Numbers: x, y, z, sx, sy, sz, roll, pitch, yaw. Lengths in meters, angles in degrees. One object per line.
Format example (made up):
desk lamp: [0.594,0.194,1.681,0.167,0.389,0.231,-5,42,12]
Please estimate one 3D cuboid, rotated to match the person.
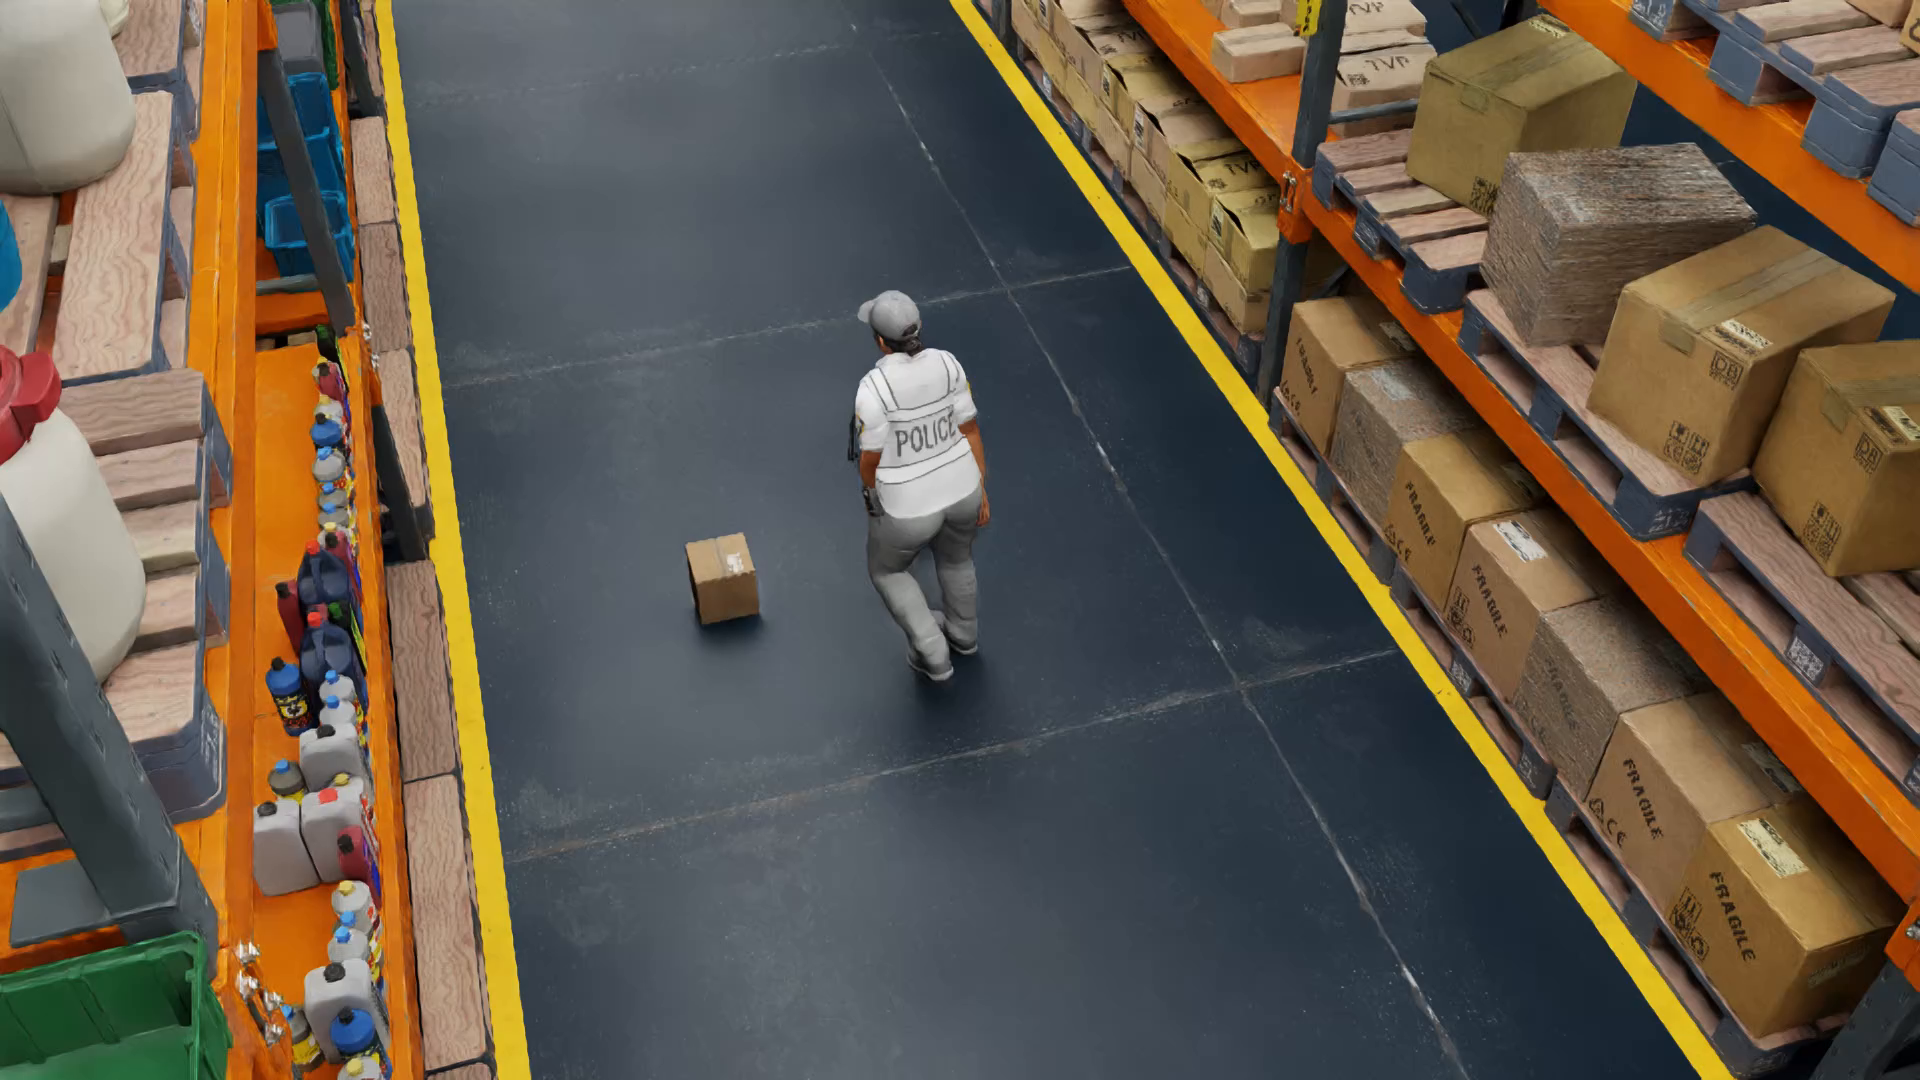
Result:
person: [-0.146,-0.171,6.363,0.486,1.641,0.679,-26,49,-26]
